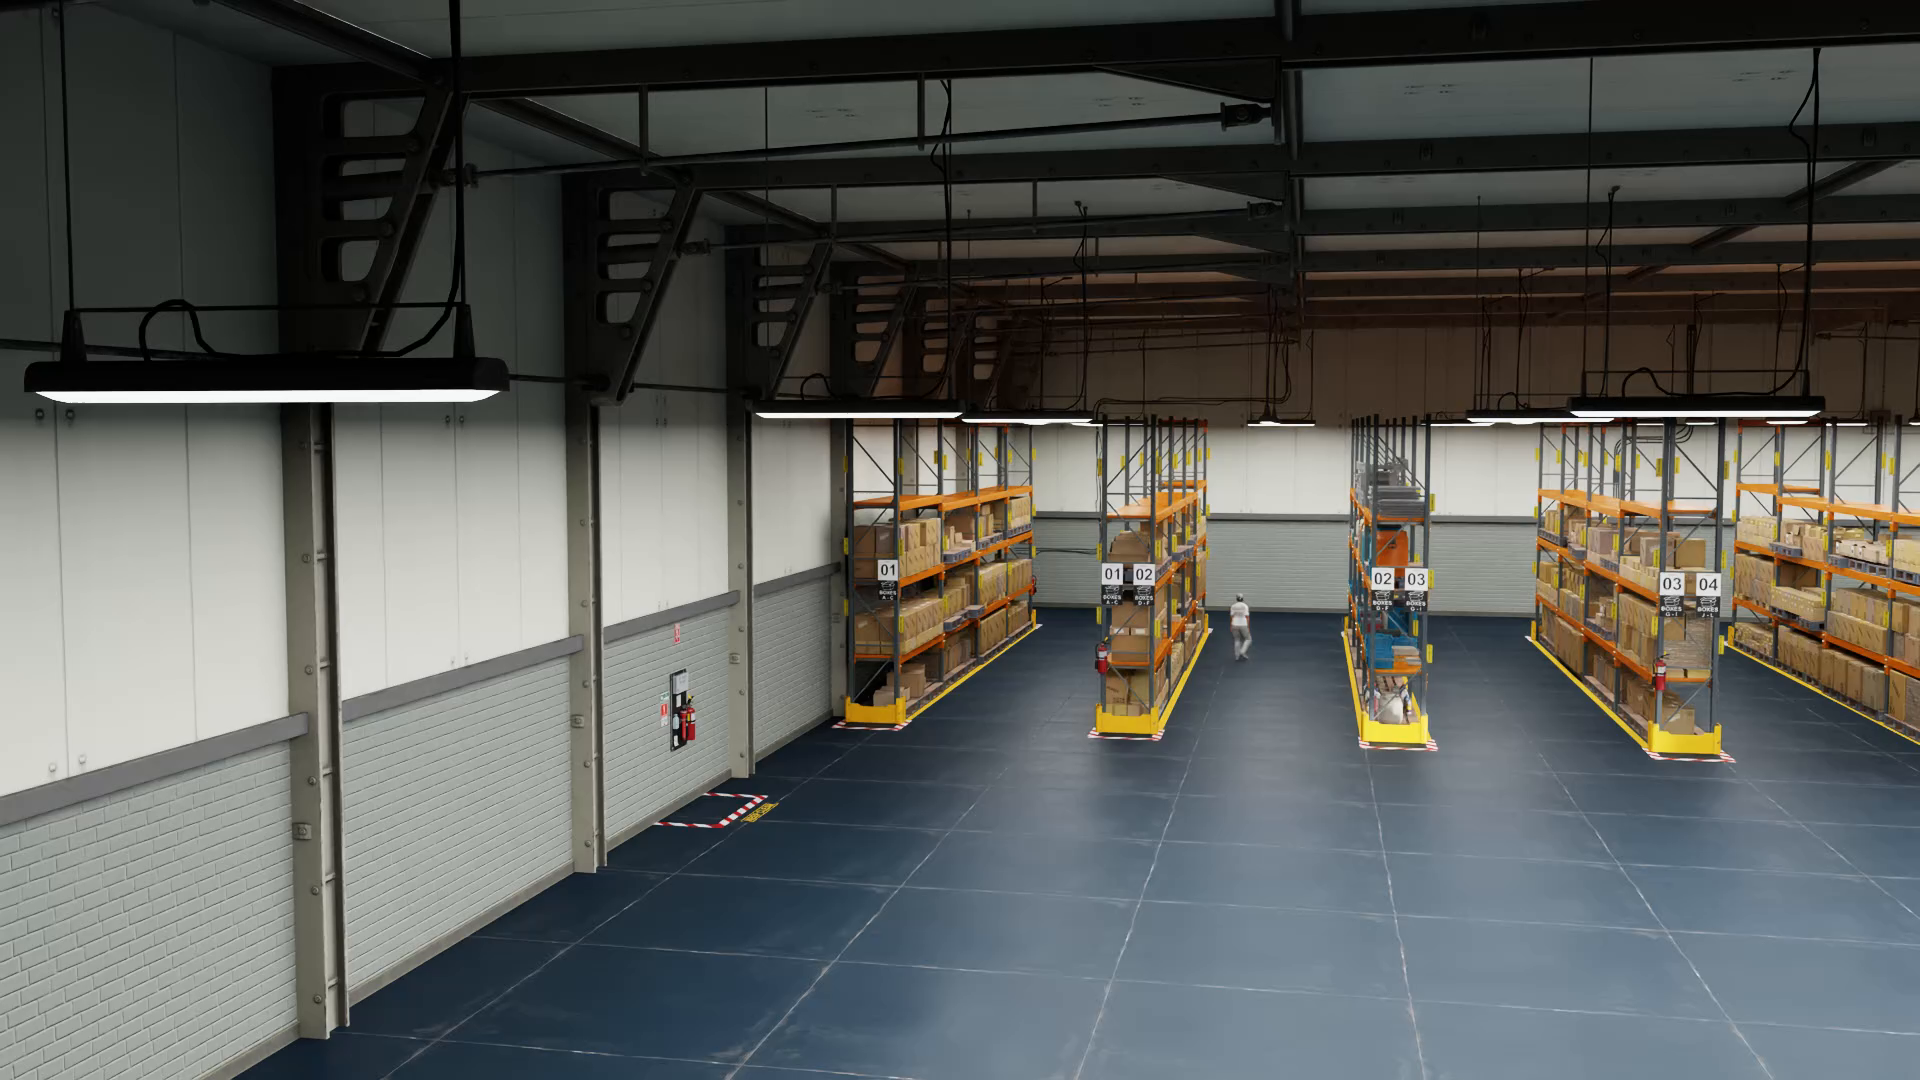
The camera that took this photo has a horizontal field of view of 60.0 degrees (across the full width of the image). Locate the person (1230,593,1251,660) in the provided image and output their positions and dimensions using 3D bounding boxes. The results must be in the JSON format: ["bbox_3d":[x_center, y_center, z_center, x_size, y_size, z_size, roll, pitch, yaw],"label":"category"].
[{"bbox_3d":[6.940,2.157,41.176,0.543,1.661,0.503,2,4,25],"label":"person"}]
